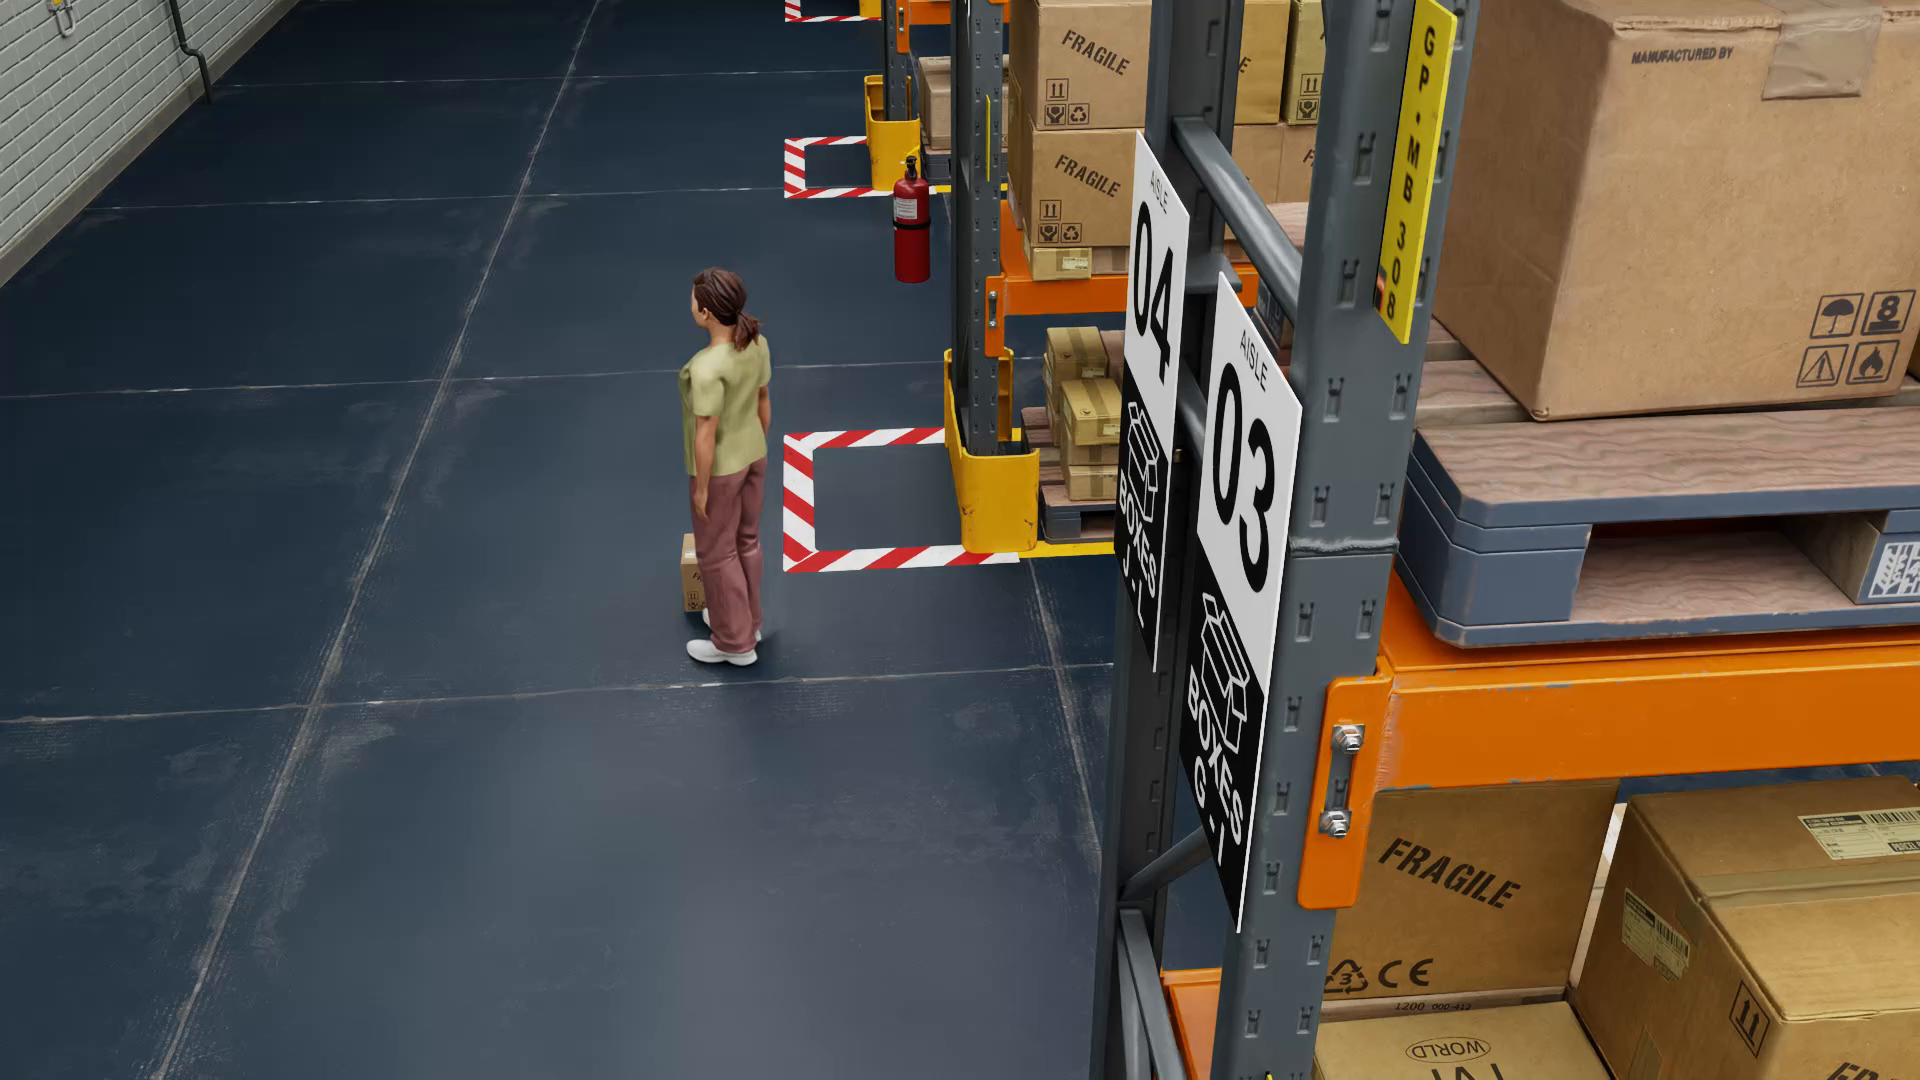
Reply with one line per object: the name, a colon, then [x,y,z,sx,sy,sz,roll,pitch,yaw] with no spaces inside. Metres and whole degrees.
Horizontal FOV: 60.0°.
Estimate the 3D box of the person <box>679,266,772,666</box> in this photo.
person: [-0.941,-0.292,6.604,0.424,1.675,0.473,19,36,28]
